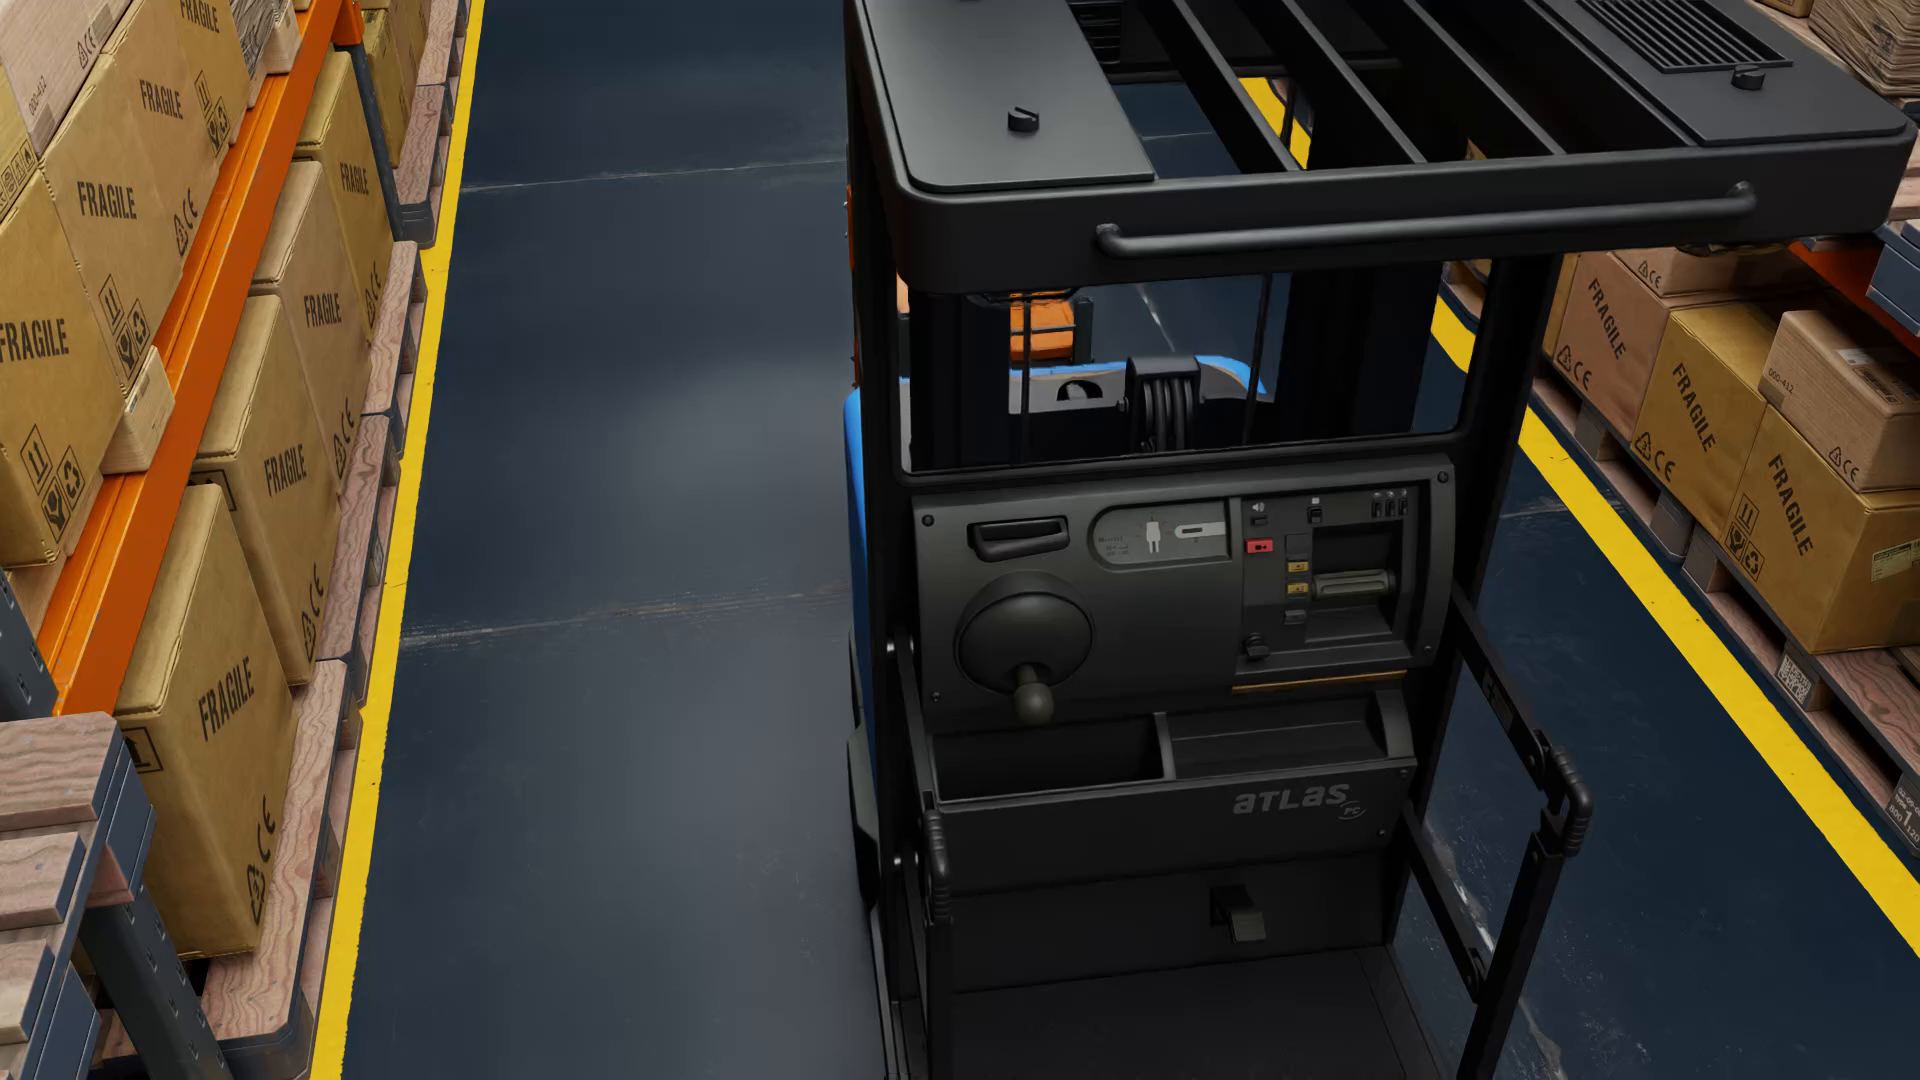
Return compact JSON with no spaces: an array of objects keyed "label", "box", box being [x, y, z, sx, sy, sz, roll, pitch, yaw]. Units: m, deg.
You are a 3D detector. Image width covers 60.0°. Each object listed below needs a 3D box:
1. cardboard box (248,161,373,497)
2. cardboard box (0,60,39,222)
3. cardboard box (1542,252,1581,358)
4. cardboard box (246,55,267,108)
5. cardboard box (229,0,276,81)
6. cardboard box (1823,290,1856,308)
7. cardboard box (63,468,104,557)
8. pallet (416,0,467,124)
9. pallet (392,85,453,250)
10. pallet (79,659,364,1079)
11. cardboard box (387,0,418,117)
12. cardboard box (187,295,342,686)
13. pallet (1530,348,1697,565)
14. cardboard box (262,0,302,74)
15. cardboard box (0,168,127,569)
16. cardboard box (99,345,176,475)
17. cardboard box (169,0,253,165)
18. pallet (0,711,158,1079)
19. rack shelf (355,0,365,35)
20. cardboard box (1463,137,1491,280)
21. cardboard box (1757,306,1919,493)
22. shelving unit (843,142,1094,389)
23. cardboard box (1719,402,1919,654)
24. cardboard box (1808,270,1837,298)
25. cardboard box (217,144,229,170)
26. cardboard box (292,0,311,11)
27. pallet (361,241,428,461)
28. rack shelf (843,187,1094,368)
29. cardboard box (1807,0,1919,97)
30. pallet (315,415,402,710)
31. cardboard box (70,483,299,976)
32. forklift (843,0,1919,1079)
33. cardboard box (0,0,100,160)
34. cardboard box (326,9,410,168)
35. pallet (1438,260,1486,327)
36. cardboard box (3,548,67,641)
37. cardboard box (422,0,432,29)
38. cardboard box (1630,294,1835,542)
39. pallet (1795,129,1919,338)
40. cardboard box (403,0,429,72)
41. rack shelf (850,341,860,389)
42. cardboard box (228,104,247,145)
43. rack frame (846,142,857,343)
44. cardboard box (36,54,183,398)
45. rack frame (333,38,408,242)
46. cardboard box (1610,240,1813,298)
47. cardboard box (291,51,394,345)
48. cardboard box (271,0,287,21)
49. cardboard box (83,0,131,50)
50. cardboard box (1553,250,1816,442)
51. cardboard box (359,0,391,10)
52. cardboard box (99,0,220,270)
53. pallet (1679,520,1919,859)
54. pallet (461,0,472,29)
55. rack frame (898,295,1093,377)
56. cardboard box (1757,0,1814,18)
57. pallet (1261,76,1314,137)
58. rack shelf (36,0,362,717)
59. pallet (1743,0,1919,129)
[{"label":"cardboard box","box":[-2.280,-0.613,5.004,0.750,0.750,0.750,-5,38,-7]},{"label":"cardboard box","box":[-1.810,-0.576,2.594,0.500,0.250,0.500,-5,38,-7]},{"label":"cardboard box","box":[2.226,-0.991,5.759,0.500,0.500,0.500,-6,38,-7]},{"label":"cardboard box","box":[-2.192,-1.327,4.702,0.380,0.149,0.250,-6,38,-8]},{"label":"cardboard box","box":[-2.172,-1.513,4.412,0.500,0.500,0.500,-6,38,-8]},{"label":"cardboard box","box":[2.919,-0.442,5.052,0.500,0.500,0.500,-7,38,-9]},{"label":"cardboard box","box":[-1.844,-0.081,3.098,0.380,0.149,0.250,-6,38,-7]},{"label":"pallet","box":[-2.954,-2.316,8.059,1.003,0.211,1.213,-6,38,-8]},{"label":"pallet","box":[-2.736,-1.578,7.109,1.003,0.211,1.213,-6,38,-8]},{"label":"pallet","box":[-2.043,0.822,4.020,1.003,0.211,1.213,-6,38,-8]},{"label":"cardboard box","box":[-2.795,-2.156,7.276,0.700,0.500,0.500,-7,38,-8]},{"label":"cardboard box","box":[-2.126,-0.100,4.344,0.750,0.750,0.750,-6,38,-8]},{"label":"pallet","box":[2.593,-0.419,5.618,1.003,0.211,1.213,-6,38,-8]},{"label":"cardboard box","box":[-2.169,-1.482,4.901,0.380,0.149,0.250,-6,38,-8]},{"label":"cardboard box","box":[-1.812,-0.281,2.826,0.500,0.500,0.500,-5,38,-7]},{"label":"cardboard box","box":[-1.807,-0.250,3.316,0.380,0.149,0.250,-5,38,-7]},{"label":"cardboard box","box":[-2.080,-1.212,4.025,0.500,0.500,0.500,-5,38,-7]},{"label":"pallet","box":[-1.749,0.700,2.061,1.213,0.211,1.003,-6,38,-8]},{"label":"rack shelf","box":[-3.031,-3.135,7.427,1.077,0.370,4.000,-6,38,-8]},{"label":"cardboard box","box":[2.145,-1.294,6.149,0.500,0.500,0.500,-6,38,-7]},{"label":"cardboard box","box":[2.488,-0.386,4.370,0.500,0.250,0.500,-5,38,-6]},{"label":"shelving unit","box":[-0.001,-0.448,4.910,0.538,1.125,1.048,-6,38,-8]},{"label":"cardboard box","box":[2.502,-0.057,4.557,0.500,0.500,0.500,-5,38,-6]},{"label":"cardboard box","box":[2.822,-0.756,5.457,0.500,0.500,0.500,-7,38,-9]},{"label":"cardboard box","box":[-2.127,-1.012,4.297,0.380,0.149,0.250,-5,38,-7]},{"label":"cardboard box","box":[-2.275,-1.796,5.306,0.380,0.149,0.250,-6,38,-7]},{"label":"pallet","box":[-2.471,-0.652,5.917,1.003,0.211,1.213,-6,38,-8]},{"label":"rack shelf","box":[-0.001,-0.679,4.731,0.538,0.278,1.000,-6,38,-8]},{"label":"cardboard box","box":[2.704,-1.477,4.282,0.700,0.500,0.500,0,38,1]},{"label":"pallet","box":[-2.253,0.086,4.967,1.003,0.211,1.213,-6,38,-8]},{"label":"cardboard box","box":[-1.979,0.430,3.662,0.750,0.750,0.750,-7,38,-9]},{"label":"forklift","box":[0.418,0.157,2.658,1.130,2.935,3.031,-5,38,-6]},{"label":"cardboard box","box":[-1.900,-0.883,2.990,0.500,0.250,0.500,-7,38,-9]},{"label":"cardboard box","box":[-2.710,-1.853,6.885,0.700,0.500,0.500,-6,38,-7]},{"label":"pallet","box":[2.376,-1.158,6.568,1.003,0.211,1.213,-6,38,-8]},{"label":"cardboard box","box":[-1.809,0.072,2.900,0.380,0.149,0.250,-7,38,-9]},{"label":"cardboard box","box":[-2.984,-2.788,8.089,0.700,0.500,0.500,-7,38,-9]},{"label":"cardboard box","box":[2.412,-0.369,4.959,0.500,0.500,0.500,-8,38,-10]},{"label":"pallet","box":[2.709,-0.656,3.806,1.213,0.211,1.003,-6,38,-8]},{"label":"cardboard box","box":[-2.883,-2.467,7.675,0.700,0.500,0.500,-5,38,-7]},{"label":"rack shelf","box":[-0.001,-0.255,5.060,0.538,0.278,1.000,-6,38,-8]},{"label":"cardboard box","box":[-2.163,-1.174,4.505,0.380,0.149,0.250,-7,38,-9]},{"label":"rack frame","box":[-0.090,-0.755,5.305,0.500,1.125,0.032,-6,38,-8]},{"label":"cardboard box","box":[-1.895,-0.598,3.235,0.500,0.500,0.500,-5,38,-6]},{"label":"rack frame","box":[-2.680,-2.211,5.651,1.000,3.000,0.127,-6,38,-8]},{"label":"cardboard box","box":[2.305,-1.004,5.165,0.500,0.250,0.500,-7,38,-9]},{"label":"cardboard box","box":[-2.438,-1.150,5.695,0.750,0.750,0.750,-6,38,-7]},{"label":"cardboard box","box":[-2.252,-1.817,4.804,0.500,0.500,0.500,-6,38,-8]},{"label":"cardboard box","box":[-1.991,-1.184,3.378,0.500,0.250,0.500,-6,38,-8]},{"label":"cardboard box","box":[2.314,-0.685,5.366,0.500,0.500,0.500,-8,38,-10]},{"label":"cardboard box","box":[-2.591,-2.335,6.977,0.380,0.149,0.250,-5,38,-6]},{"label":"cardboard box","box":[-1.981,-0.898,3.621,0.500,0.500,0.500,-6,38,-8]},{"label":"pallet","box":[2.804,0.316,4.671,1.003,0.211,1.213,-6,38,-8]},{"label":"pallet","box":[-3.164,-3.051,9.006,1.003,0.211,1.213,-6,38,-8]},{"label":"rack frame","box":[0.088,-0.141,4.515,0.500,1.125,0.032,-6,38,-8]},{"label":"cardboard box","box":[2.567,-1.891,4.815,0.700,0.500,0.500,-16,41,-19]},{"label":"pallet","box":[2.077,-2.060,7.730,1.003,0.211,1.213,-6,38,-8]},{"label":"rack shelf","box":[-2.330,-0.719,4.317,1.077,0.370,4.000,-6,38,-8]},{"label":"pallet","box":[2.552,-1.429,4.800,1.003,0.211,1.213,-6,38,-8]}]
